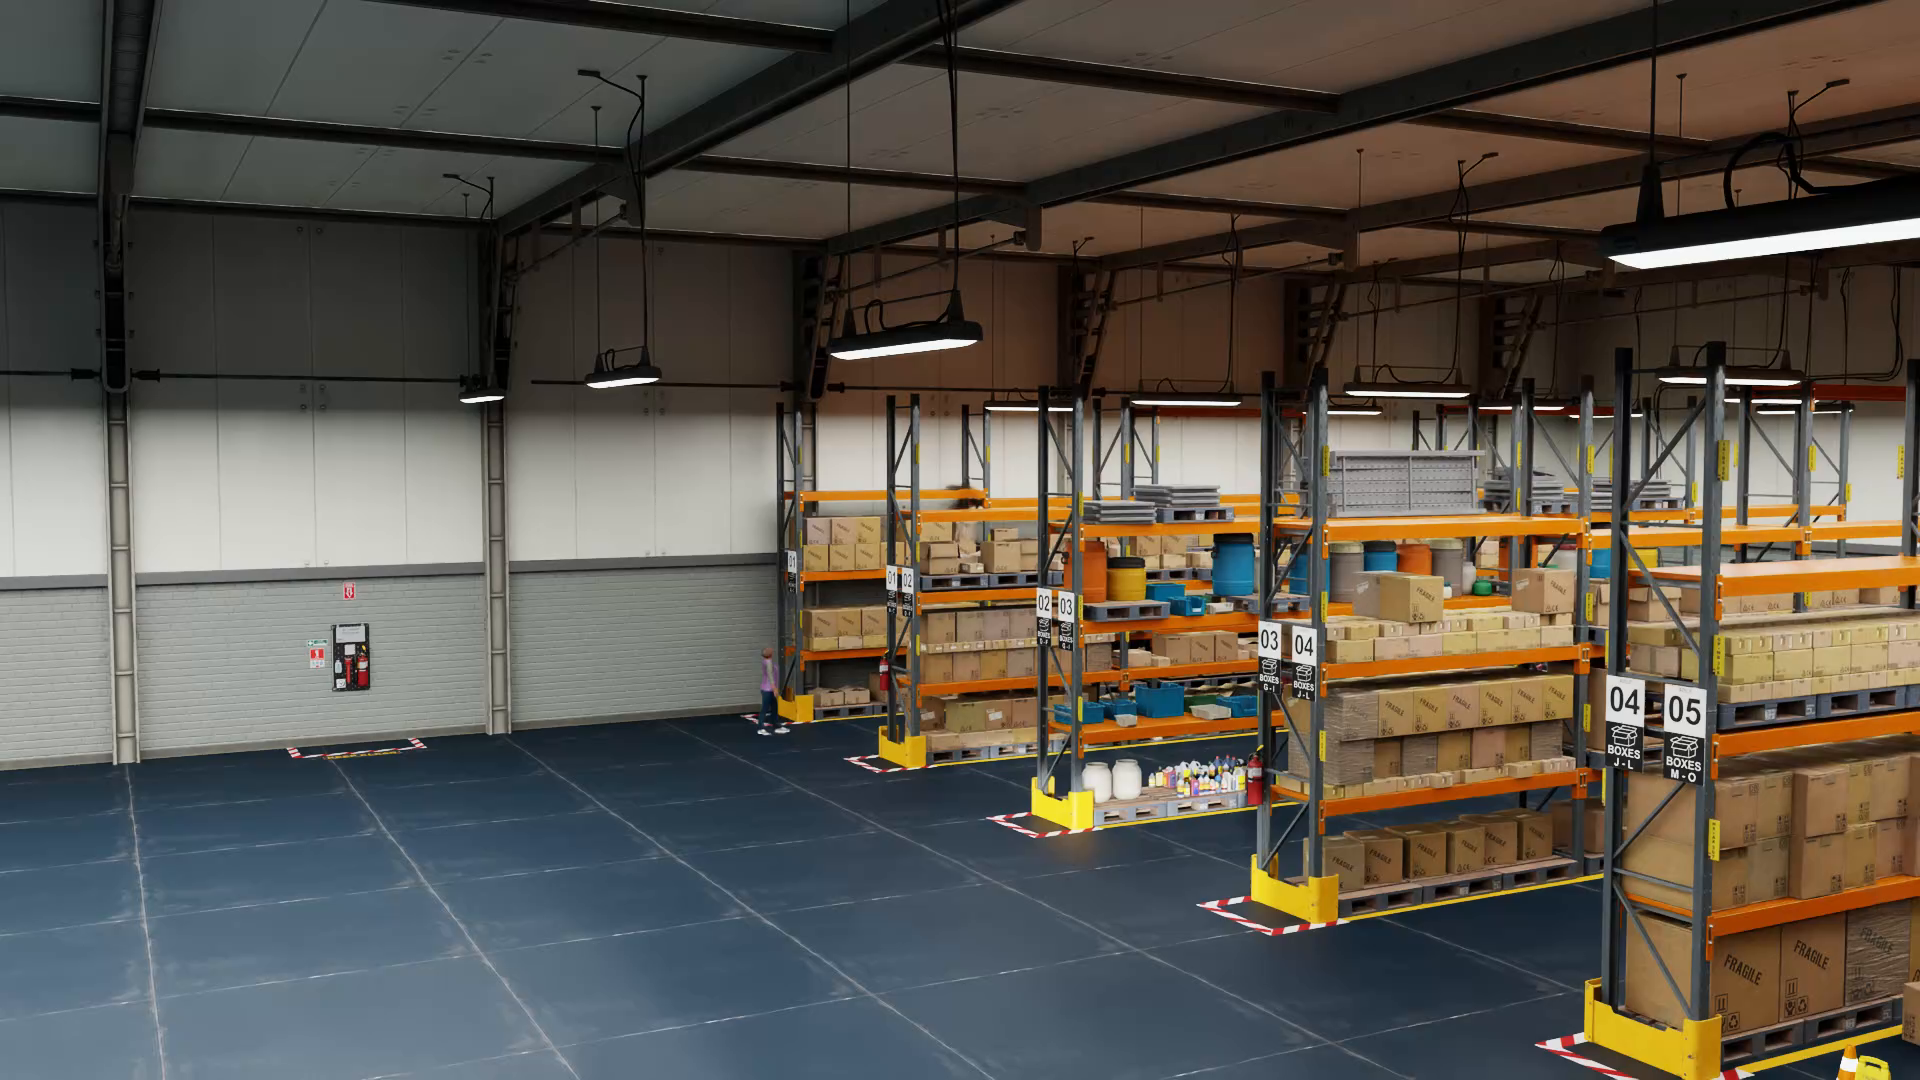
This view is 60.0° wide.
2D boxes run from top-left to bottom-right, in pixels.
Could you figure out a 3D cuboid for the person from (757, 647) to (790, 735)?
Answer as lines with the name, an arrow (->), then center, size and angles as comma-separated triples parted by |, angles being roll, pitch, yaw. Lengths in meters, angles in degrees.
person -> -3.355, 2.693, 29.791 | 0.570, 1.584, 0.486 | 0, 3, 4
